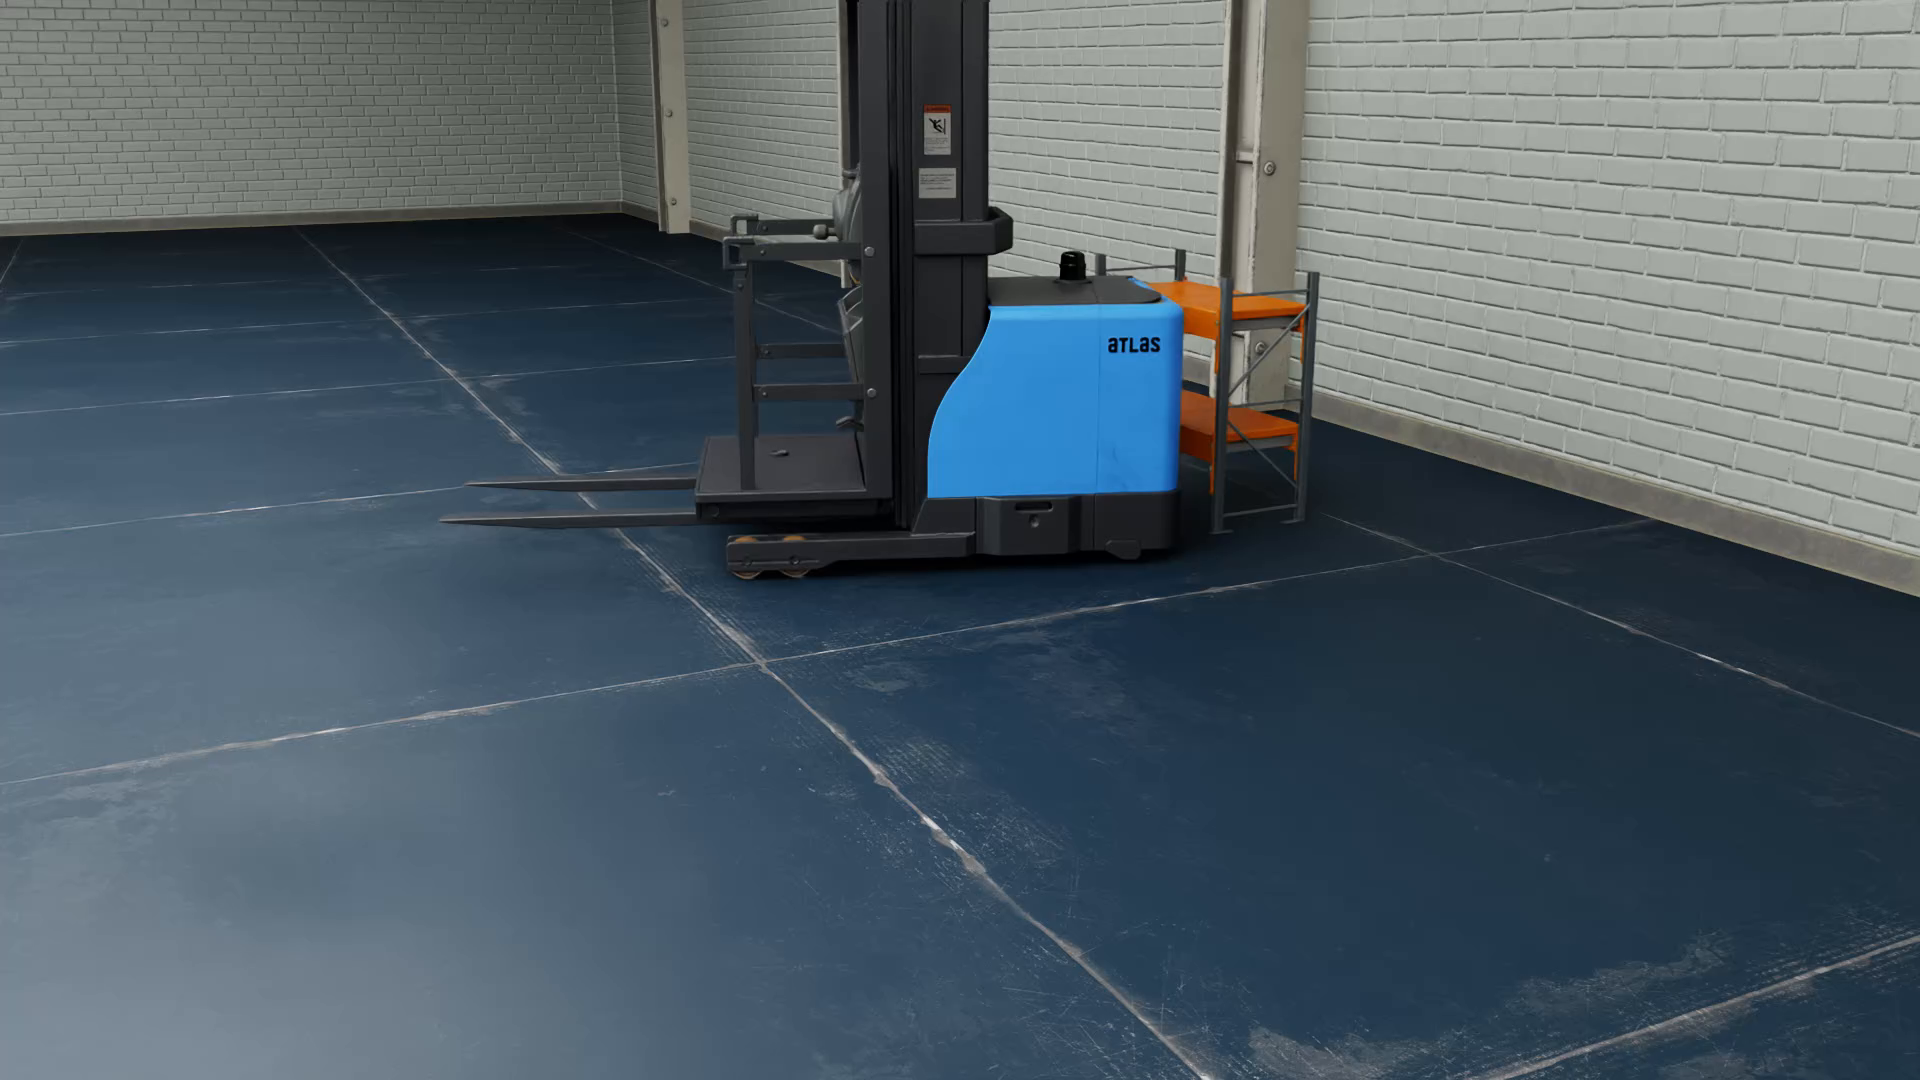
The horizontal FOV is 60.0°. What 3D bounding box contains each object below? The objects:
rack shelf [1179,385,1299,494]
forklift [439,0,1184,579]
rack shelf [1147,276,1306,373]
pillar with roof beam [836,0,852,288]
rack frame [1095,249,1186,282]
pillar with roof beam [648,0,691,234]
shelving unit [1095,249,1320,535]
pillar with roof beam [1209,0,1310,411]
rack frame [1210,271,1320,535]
[{"bbox_3d":[1.105,-0.487,7.796,0.538,0.278,1.000,-8,18,-26],"label":"rack shelf"},{"bbox_3d":[-0.633,-1.407,6.839,3.031,2.935,1.130,-2,16,-6],"label":"forklift"},{"bbox_3d":[1.105,-1.004,7.648,0.538,0.278,1.000,-8,18,-26],"label":"rack shelf"},{"bbox_3d":[-4.746,-6.117,12.253,9.100,9.000,0.400,-8,18,-25],"label":"pillar with roof beam"},{"bbox_3d":[0.873,-0.847,8.163,0.500,1.125,0.032,-8,18,-26],"label":"rack frame"},{"bbox_3d":[-7.375,-7.605,17.437,9.100,9.000,0.400,-8,18,-25],"label":"pillar with roof beam"},{"bbox_3d":[1.105,-0.722,7.728,0.538,1.125,1.048,-8,18,-26],"label":"shelving unit"},{"bbox_3d":[-2.118,-4.629,7.069,9.100,9.000,0.400,-8,18,-25],"label":"pillar with roof beam"},{"bbox_3d":[1.336,-0.598,7.294,0.500,1.125,0.032,-8,18,-26],"label":"rack frame"}]
